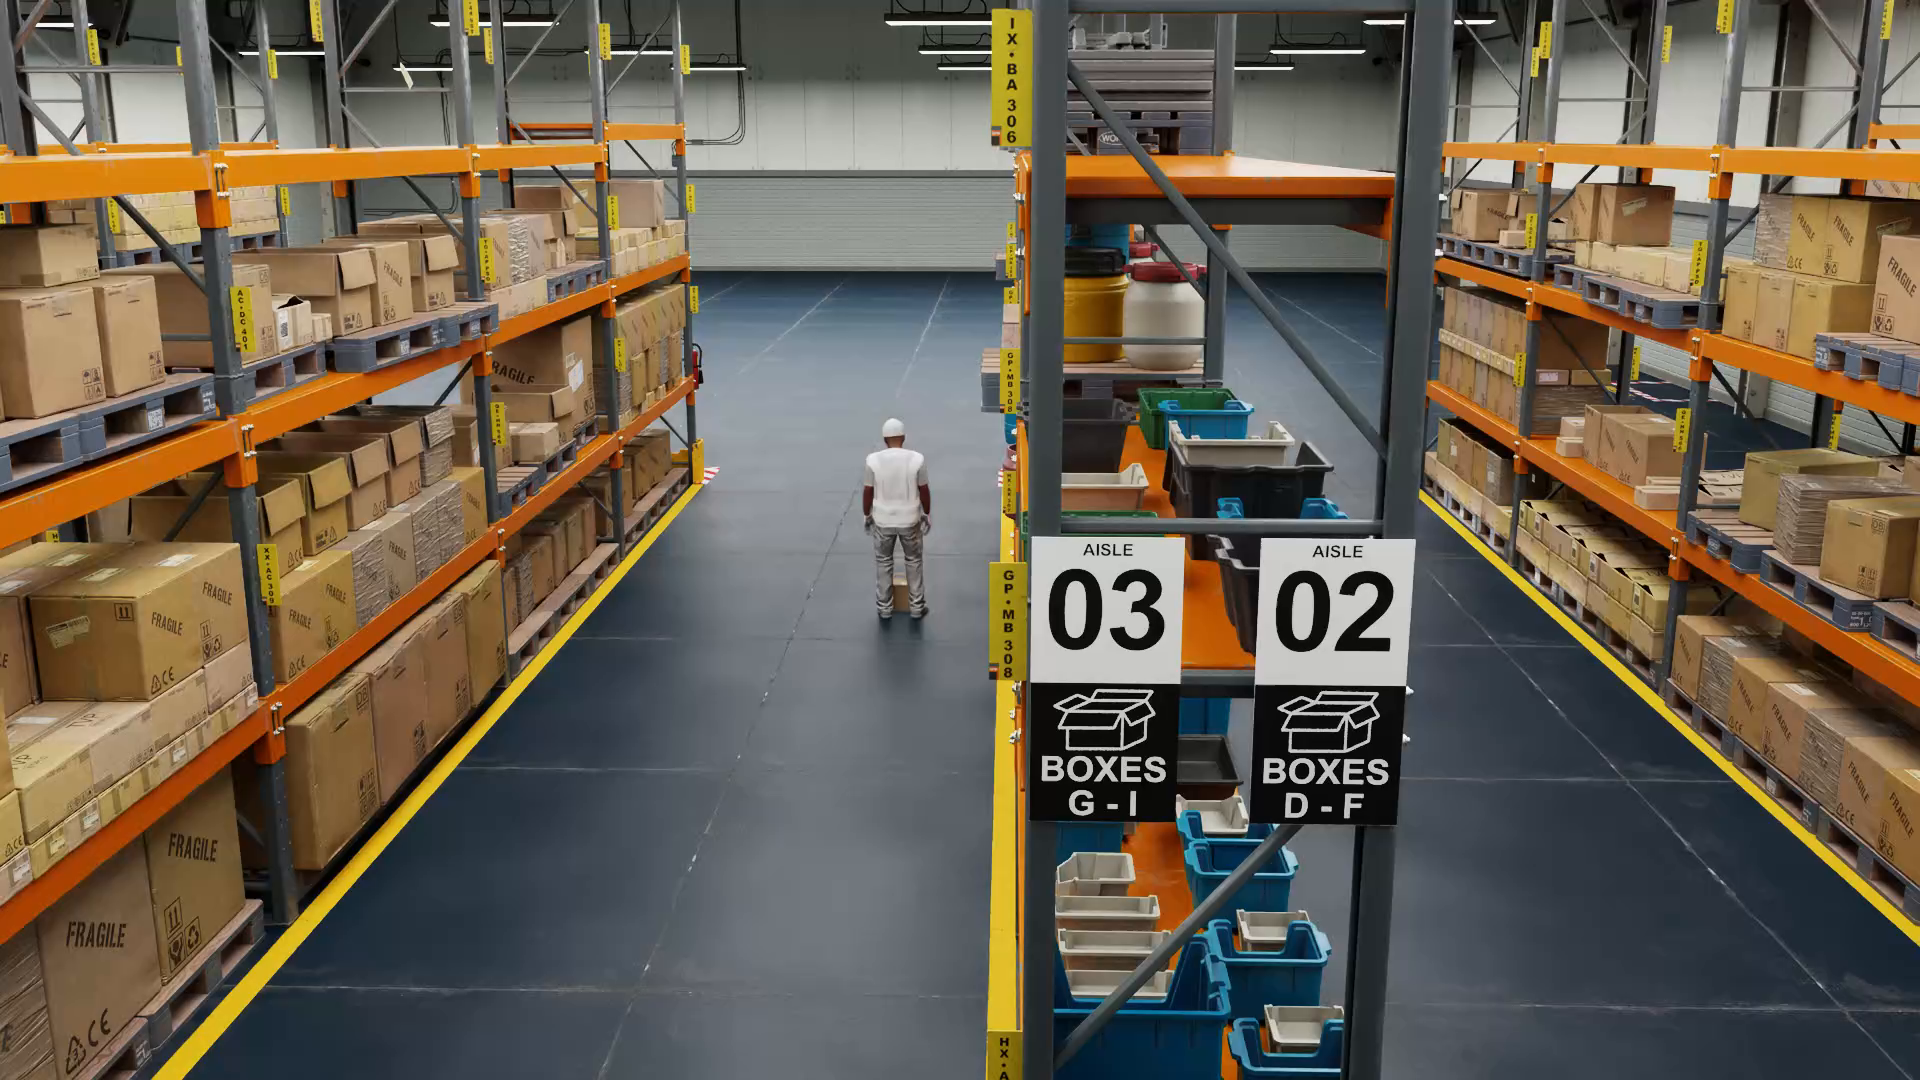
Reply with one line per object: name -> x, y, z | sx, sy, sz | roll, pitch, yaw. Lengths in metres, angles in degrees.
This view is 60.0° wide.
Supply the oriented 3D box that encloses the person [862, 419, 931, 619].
person -> -0.557, -0.185, 14.734 | 0.609, 1.773, 0.450 | 0, 14, -1
